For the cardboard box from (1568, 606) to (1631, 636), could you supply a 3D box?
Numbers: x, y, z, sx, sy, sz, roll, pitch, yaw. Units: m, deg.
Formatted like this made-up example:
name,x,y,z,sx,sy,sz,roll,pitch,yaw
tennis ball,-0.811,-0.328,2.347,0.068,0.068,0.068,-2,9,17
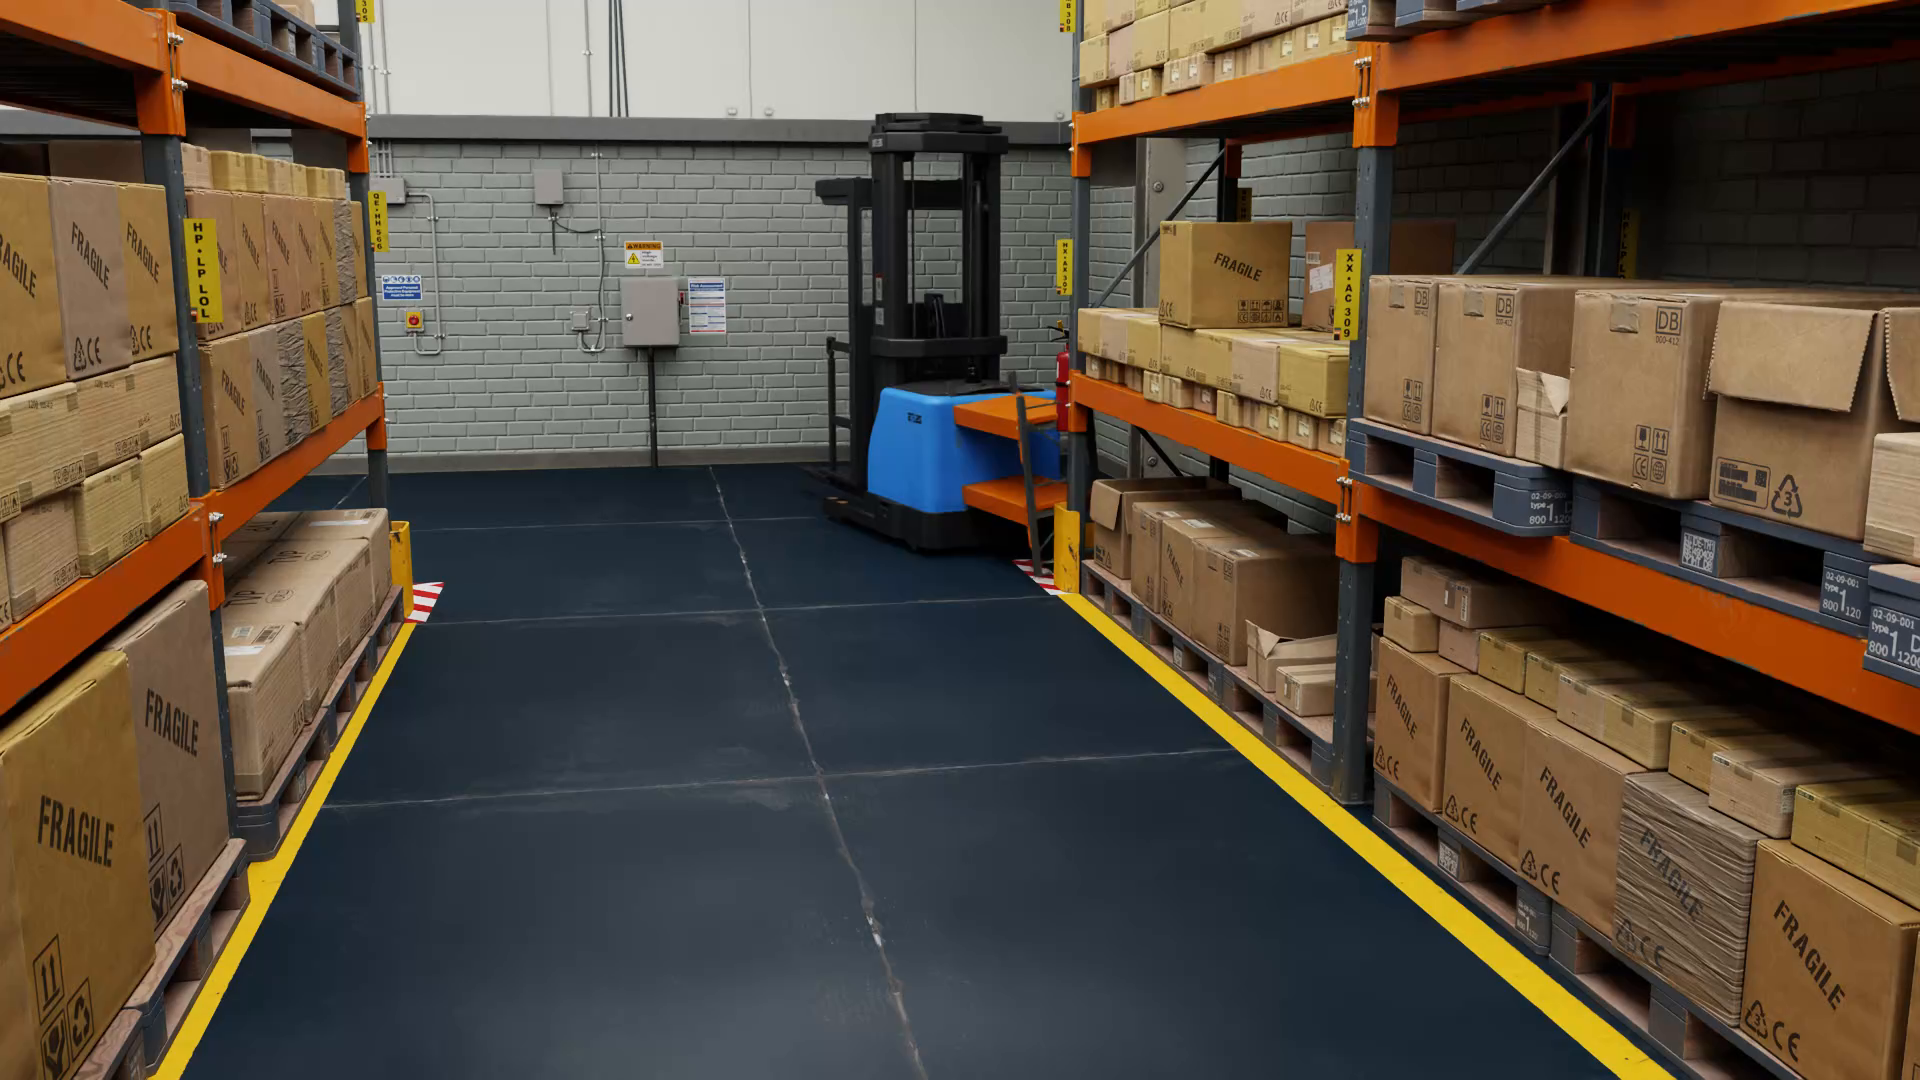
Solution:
name,x,y,z,sx,sy,sz,roll,pitch,yaw
cardboard box,2.347,0.325,5.792,0.380,0.149,0.250,-2,11,-11

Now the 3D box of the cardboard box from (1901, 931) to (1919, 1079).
name,x,y,z,sx,sy,sz,roll,pitch,yaw
cardboard box,2.334,1.111,3.401,0.500,0.500,0.500,-2,11,-12

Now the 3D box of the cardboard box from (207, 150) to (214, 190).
name,x,y,z,sx,sy,sz,roll,pitch,yaw
cardboard box,-2.896,-1.320,5.931,0.380,0.149,0.250,-2,11,-12

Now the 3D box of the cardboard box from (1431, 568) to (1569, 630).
name,x,y,z,sx,sy,sz,roll,pitch,yaw
cardboard box,1.842,0.195,5.679,0.380,0.149,0.250,-3,11,-14

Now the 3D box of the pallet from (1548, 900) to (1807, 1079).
name,x,y,z,sx,sy,sz,roll,pitch,yaw
pallet,2.372,1.259,4.517,1.003,0.211,1.213,-2,11,-11

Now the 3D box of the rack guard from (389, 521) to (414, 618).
name,x,y,z,sx,sy,sz,roll,pitch,yaw
rack guard,-3.715,0.188,9.370,1.175,0.500,0.348,-2,11,-11

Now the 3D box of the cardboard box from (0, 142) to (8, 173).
name,x,y,z,sx,sy,sz,roll,pitch,yaw
cardboard box,-3.304,-1.205,5.331,0.380,0.149,0.250,-2,11,-12

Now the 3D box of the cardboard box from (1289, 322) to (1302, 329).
name,x,y,z,sx,sy,sz,roll,pitch,yaw
cardboard box,1.800,-0.933,8.180,0.500,0.250,0.500,-2,11,-11

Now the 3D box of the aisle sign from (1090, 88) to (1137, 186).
name,x,y,z,sx,sy,sz,roll,pitch,yaw
aisle sign,0.857,-2.495,9.832,0.394,0.787,0.004,-2,11,-11

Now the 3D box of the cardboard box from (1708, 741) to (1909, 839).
name,x,y,z,sx,sy,sz,roll,pitch,yaw
cardboard box,2.139,0.628,4.201,0.380,0.149,0.250,-3,11,-14

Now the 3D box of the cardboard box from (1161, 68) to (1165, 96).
name,x,y,z,sx,sy,sz,roll,pitch,yaw
cardboard box,1.216,-2.264,8.221,0.380,0.149,0.250,-2,11,-12

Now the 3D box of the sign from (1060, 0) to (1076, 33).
name,x,y,z,sx,sy,sz,roll,pitch,yaw
sign,0.626,-3.100,9.599,0.100,0.325,0.005,-2,11,-11

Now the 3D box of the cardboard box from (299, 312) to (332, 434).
name,x,y,z,sx,sy,sz,roll,pitch,yaw
cardboard box,-3.051,-0.725,7.214,0.500,0.500,0.500,-2,11,-9

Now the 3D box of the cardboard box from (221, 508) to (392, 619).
name,x,y,z,sx,sy,sz,roll,pitch,yaw
cardboard box,-3.484,0.135,8.697,0.875,0.438,0.875,-3,11,-13

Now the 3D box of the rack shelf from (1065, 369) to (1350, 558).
name,x,y,z,sx,sy,sz,roll,pitch,yaw
rack shelf,1.547,-0.496,8.205,1.077,0.370,4.000,-2,11,-11

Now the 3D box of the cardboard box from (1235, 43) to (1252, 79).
name,x,y,z,sx,sy,sz,roll,pitch,yaw
cardboard box,1.422,-2.078,7.241,0.380,0.149,0.250,-2,11,-9

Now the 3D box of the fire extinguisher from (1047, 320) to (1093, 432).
name,x,y,z,sx,sy,sz,roll,pitch,yaw
fire extinguisher,0.676,-1.005,10.161,0.296,0.674,0.183,-2,11,-11

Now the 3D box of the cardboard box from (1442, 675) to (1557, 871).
name,x,y,z,sx,sy,sz,roll,pitch,yaw
cardboard box,1.923,0.733,5.385,0.500,0.500,0.500,-2,11,-12

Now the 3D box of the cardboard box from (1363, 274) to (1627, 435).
name,x,y,z,sx,sy,sz,roll,pitch,yaw
cardboard box,1.811,-0.641,5.653,0.700,0.500,0.500,-2,11,-10

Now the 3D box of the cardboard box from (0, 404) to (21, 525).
name,x,y,z,sx,sy,sz,roll,pitch,yaw
cardboard box,-2.280,-0.122,3.379,0.500,0.250,0.500,-2,11,-10

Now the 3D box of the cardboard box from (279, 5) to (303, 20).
name,x,y,z,sx,sy,sz,roll,pitch,yaw
cardboard box,-3.374,-2.488,8.002,0.380,0.149,0.250,-3,11,-15

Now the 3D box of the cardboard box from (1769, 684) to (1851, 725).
name,x,y,z,sx,sy,sz,roll,pitch,yaw
cardboard box,2.584,0.513,4.806,0.380,0.149,0.250,-2,11,-10

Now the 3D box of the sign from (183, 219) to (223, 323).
name,x,y,z,sx,sy,sz,roll,pitch,yaw
sign,-2.402,-0.853,5.271,0.100,0.325,0.005,-2,11,-11

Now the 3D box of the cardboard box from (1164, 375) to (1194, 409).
name,x,y,z,sx,sy,sz,roll,pitch,yaw
cardboard box,1.226,-0.737,8.219,0.380,0.149,0.250,-2,11,-10

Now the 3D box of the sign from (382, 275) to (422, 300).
name,x,y,z,sx,sy,sz,roll,pitch,yaw
sign,-4.889,-2.211,14.567,0.327,0.218,0.001,-2,11,-11

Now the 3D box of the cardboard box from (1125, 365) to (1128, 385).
name,x,y,z,sx,sy,sz,roll,pitch,yaw
cardboard box,1.133,-0.931,9.237,0.380,0.149,0.250,-2,11,-12

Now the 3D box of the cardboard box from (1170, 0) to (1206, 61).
name,x,y,z,sx,sy,sz,roll,pitch,yaw
cardboard box,1.306,-2.390,7.816,0.500,0.250,0.500,-2,11,-12

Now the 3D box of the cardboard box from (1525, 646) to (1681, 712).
name,x,y,z,sx,sy,sz,roll,pitch,yaw
cardboard box,2.002,0.440,5.189,0.380,0.149,0.250,-2,11,-12

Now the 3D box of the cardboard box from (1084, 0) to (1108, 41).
name,x,y,z,sx,sy,sz,roll,pitch,yaw
cardboard box,0.998,-2.917,9.248,0.500,0.250,0.500,-2,11,-12

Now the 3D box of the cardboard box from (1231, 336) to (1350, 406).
name,x,y,z,sx,sy,sz,roll,pitch,yaw
cardboard box,1.486,-0.731,7.121,0.500,0.250,0.500,-2,11,-11

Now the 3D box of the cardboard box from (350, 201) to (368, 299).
name,x,y,z,sx,sy,sz,roll,pitch,yaw
cardboard box,-3.383,-1.496,8.591,0.500,0.500,0.500,-2,11,-9

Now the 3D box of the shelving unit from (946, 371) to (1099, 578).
name,x,y,z,sx,sy,sz,roll,pitch,yaw
shelving unit,0.415,-0.450,10.671,0.538,1.125,1.048,-12,15,-23

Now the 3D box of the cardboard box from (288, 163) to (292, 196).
name,x,y,z,sx,sy,sz,roll,pitch,yaw
cardboard box,-3.109,-1.555,7.166,0.380,0.149,0.250,-2,11,-9

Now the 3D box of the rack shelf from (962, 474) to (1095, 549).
name,x,y,z,sx,sy,sz,roll,pitch,yaw
rack shelf,0.442,-0.213,10.728,0.538,0.278,1.000,-12,15,-23

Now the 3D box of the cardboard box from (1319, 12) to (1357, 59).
name,x,y,z,sx,sy,sz,roll,pitch,yaw
cardboard box,1.576,-1.888,6.244,0.380,0.149,0.250,-2,11,-11

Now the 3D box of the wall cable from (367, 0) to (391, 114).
name,x,y,z,sx,sy,sz,roll,pitch,yaw
wall cable,-5.093,-5.015,13.980,0.463,3.000,0.029,-2,11,-11

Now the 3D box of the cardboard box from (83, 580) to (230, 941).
name,x,y,z,sx,sy,sz,roll,pitch,yaw
cardboard box,-2.733,0.647,4.836,0.875,0.875,0.875,-2,11,-9

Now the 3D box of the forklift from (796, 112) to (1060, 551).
name,x,y,z,sx,sy,sz,roll,pitch,yaw
forklift,-0.393,-1.600,12.266,1.130,2.935,3.031,-5,12,-25

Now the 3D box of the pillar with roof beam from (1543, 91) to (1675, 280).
name,x,y,z,sx,sy,sz,roll,pitch,yaw
pillar with roof beam,-1.538,-3.434,5.670,9.100,9.000,0.400,-2,11,-11

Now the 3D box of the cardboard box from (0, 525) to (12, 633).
name,x,y,z,sx,sy,sz,roll,pitch,yaw
cardboard box,-2.315,0.126,3.411,0.500,0.250,0.500,-2,11,-11

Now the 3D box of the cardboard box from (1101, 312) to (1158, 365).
name,x,y,z,sx,sy,sz,roll,pitch,yaw
cardboard box,1.080,-1.103,9.077,0.500,0.250,0.500,-2,11,-10

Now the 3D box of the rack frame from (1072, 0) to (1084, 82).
name,x,y,z,sx,sy,sz,roll,pitch,yaw
rack frame,1.158,-4.164,9.504,1.000,3.000,0.127,-2,11,-11

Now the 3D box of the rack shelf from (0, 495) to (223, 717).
name,x,y,z,sx,sy,sz,roll,pitch,yaw
rack shelf,-2.543,0.419,3.399,1.077,0.370,4.000,-2,11,-11

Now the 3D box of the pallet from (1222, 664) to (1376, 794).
name,x,y,z,sx,sy,sz,roll,pitch,yaw
pallet,1.803,0.761,7.133,1.003,0.211,1.213,-2,11,-11

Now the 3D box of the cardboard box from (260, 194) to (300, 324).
name,x,y,z,sx,sy,sz,roll,pitch,yaw
cardboard box,-2.968,-1.125,6.645,0.500,0.500,0.500,-2,11,-10

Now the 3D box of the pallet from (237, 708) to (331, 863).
name,x,y,z,sx,sy,sz,roll,pitch,yaw
pallet,-3.003,0.926,6.267,1.003,0.211,1.213,-2,11,-11

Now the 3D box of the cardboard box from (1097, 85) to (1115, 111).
name,x,y,z,sx,sy,sz,roll,pitch,yaw
cardboard box,0.992,-2.500,9.457,0.380,0.149,0.250,-2,11,-10

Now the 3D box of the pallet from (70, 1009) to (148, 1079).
name,x,y,z,sx,sy,sz,roll,pitch,yaw
pallet,-2.467,1.431,3.612,1.003,0.211,1.213,-2,11,-11

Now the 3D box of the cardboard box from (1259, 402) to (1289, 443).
name,x,y,z,sx,sy,sz,roll,pitch,yaw
cardboard box,1.480,-0.502,6.986,0.380,0.149,0.250,-2,11,-10

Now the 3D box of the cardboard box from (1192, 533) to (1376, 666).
name,x,y,z,sx,sy,sz,roll,pitch,yaw
cardboard box,1.514,0.269,7.821,0.700,0.500,0.500,-3,11,-13

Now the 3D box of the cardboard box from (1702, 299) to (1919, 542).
name,x,y,z,sx,sy,sz,roll,pitch,yaw
cardboard box,2.215,-0.299,3.845,0.797,0.503,0.637,-2,11,-12
